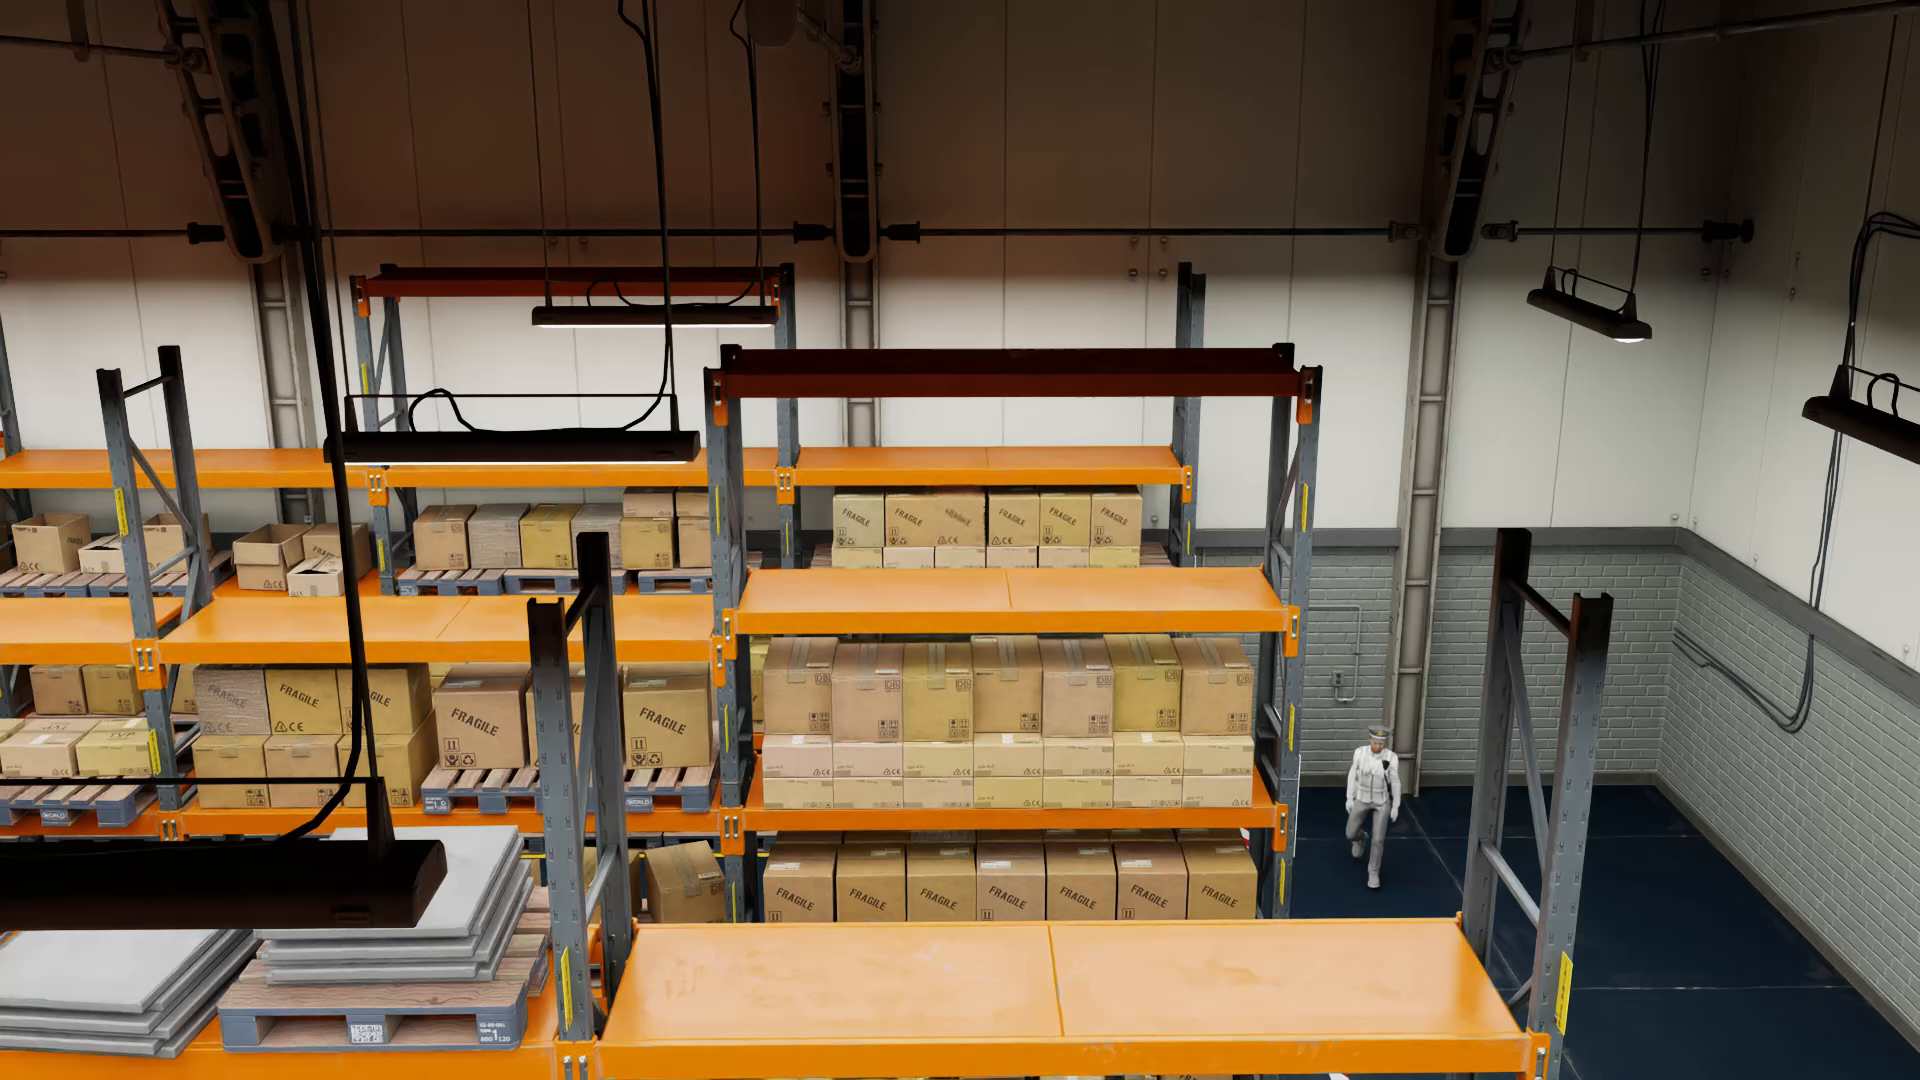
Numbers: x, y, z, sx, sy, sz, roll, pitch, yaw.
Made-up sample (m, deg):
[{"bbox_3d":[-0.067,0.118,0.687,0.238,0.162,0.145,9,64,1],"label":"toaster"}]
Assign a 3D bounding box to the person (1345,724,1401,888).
[{"bbox_3d":[4.141,2.599,16.640,0.528,1.658,0.587,6,17,19],"label":"person"}]
